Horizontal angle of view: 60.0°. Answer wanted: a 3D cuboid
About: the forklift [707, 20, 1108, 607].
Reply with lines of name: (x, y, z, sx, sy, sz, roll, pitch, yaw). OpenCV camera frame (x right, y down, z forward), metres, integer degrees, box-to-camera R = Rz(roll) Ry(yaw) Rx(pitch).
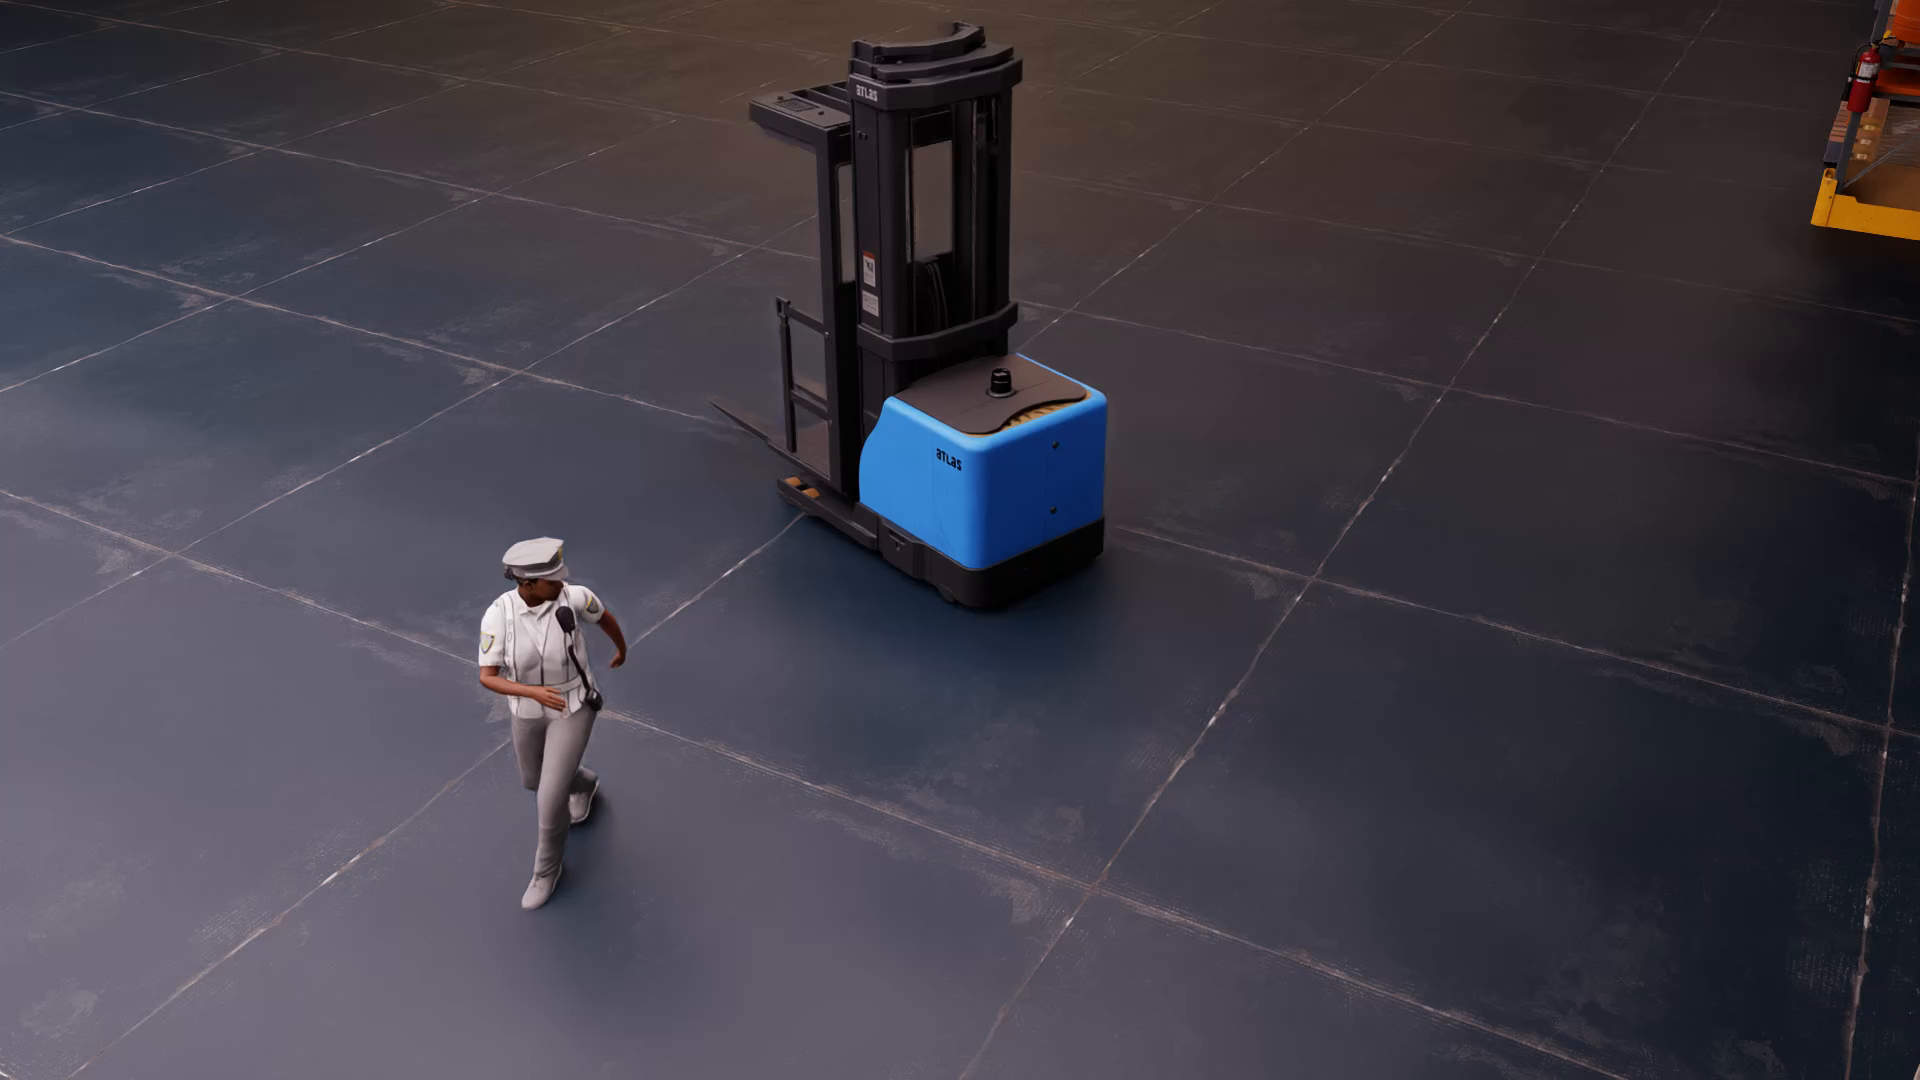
forklift: (-0.484, -1.563, 9.778, 1.130, 2.935, 3.031, -23, 37, -34)

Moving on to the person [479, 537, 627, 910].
person: (-1.770, 0.726, 7.207, 0.470, 1.596, 0.888, 3, 30, 6)
